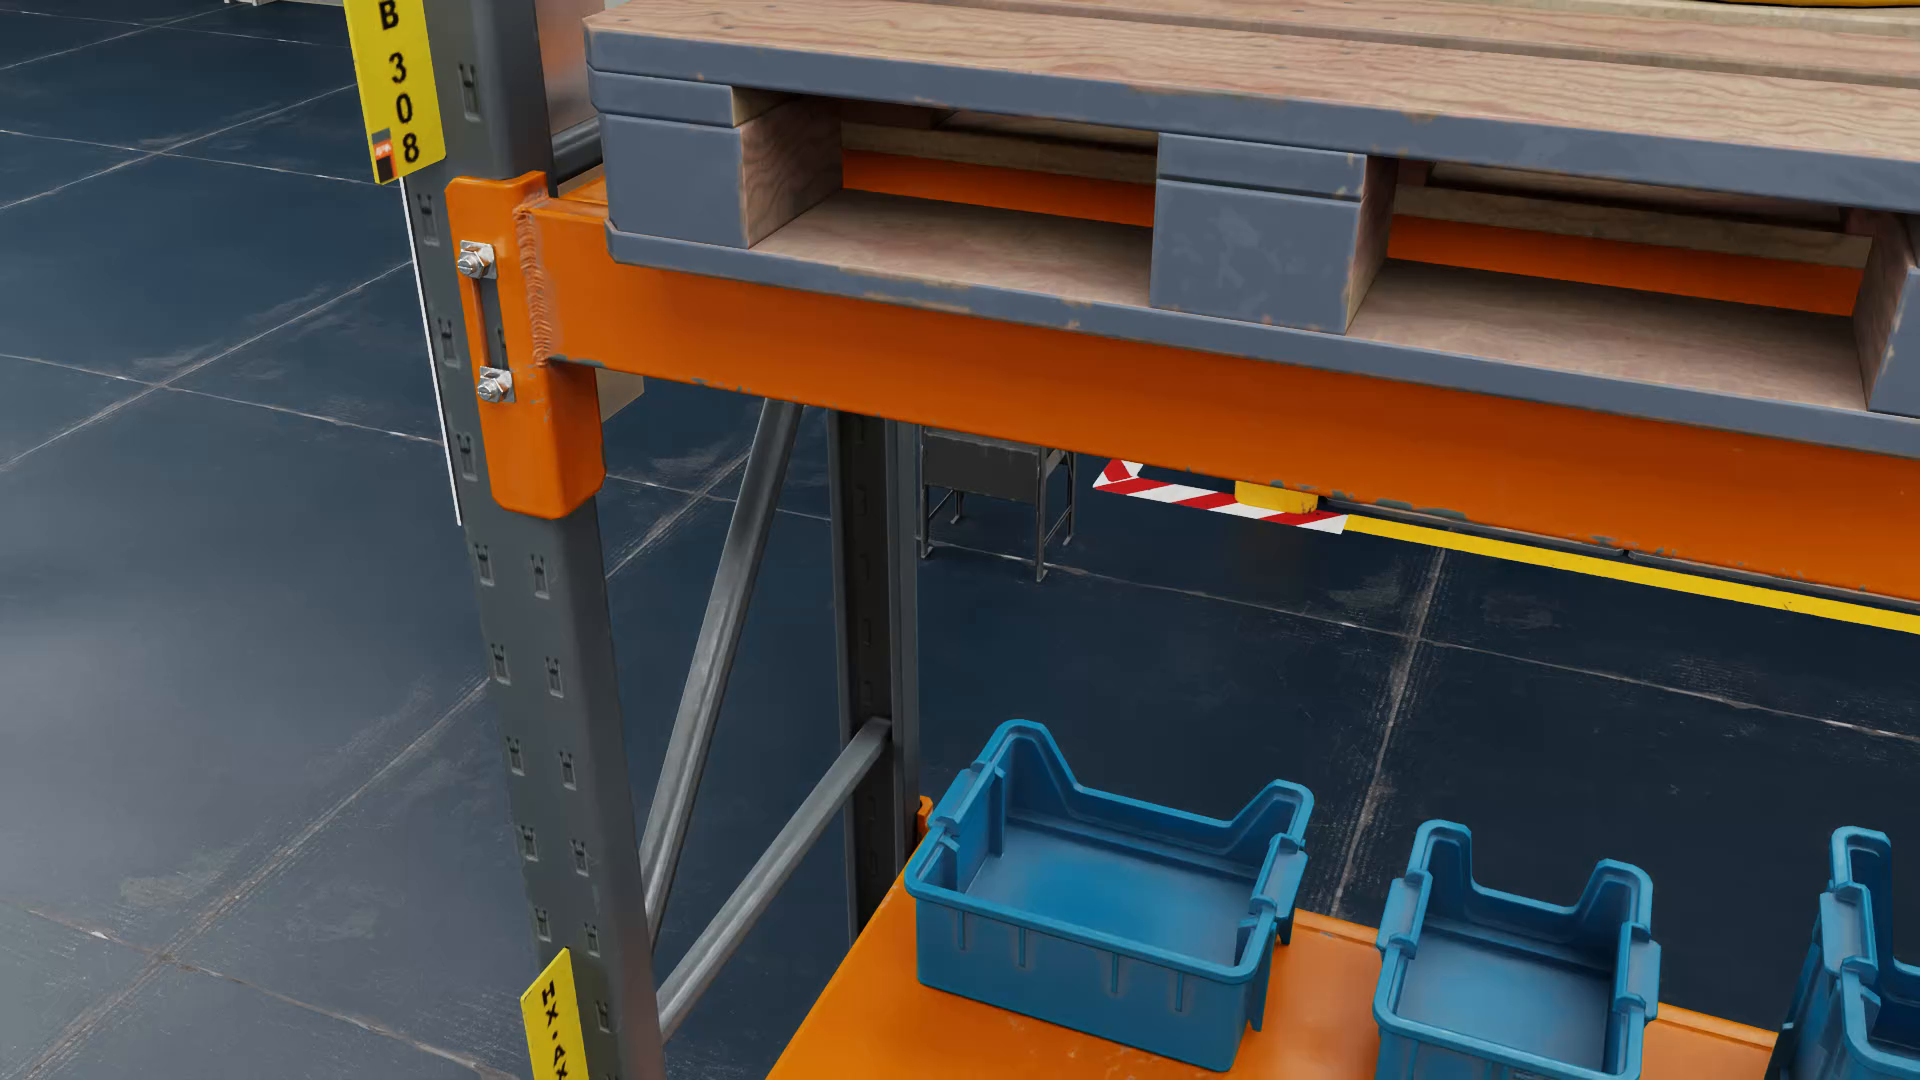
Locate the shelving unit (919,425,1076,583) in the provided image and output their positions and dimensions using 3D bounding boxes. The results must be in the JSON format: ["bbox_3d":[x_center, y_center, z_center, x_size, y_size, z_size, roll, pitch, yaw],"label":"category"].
[{"bbox_3d":[0.153,-0.883,6.179,0.503,2.100,0.431,11,31,19],"label":"shelving unit"}]

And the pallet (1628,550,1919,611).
[{"bbox_3d":[3.399,-0.133,6.770,1.213,0.211,1.003,11,31,19],"label":"pallet"}]

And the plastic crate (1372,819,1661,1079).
[{"bbox_3d":[0.858,0.706,2.604,0.408,0.251,0.499,11,31,19],"label":"plastic crate"}]

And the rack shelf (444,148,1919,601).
[{"bbox_3d":[1.535,-0.060,1.491,4.000,0.370,1.077,11,31,19],"label":"rack shelf"}]

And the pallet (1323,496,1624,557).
[{"bbox_3d":[2.272,-0.359,7.171,1.213,0.211,1.003,11,31,19],"label":"pallet"}]

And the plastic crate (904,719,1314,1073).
[{"bbox_3d":[0.259,0.583,2.821,0.616,0.251,0.499,11,31,19],"label":"plastic crate"}]

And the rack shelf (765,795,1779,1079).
[{"bbox_3d":[1.535,1.245,2.229,4.000,0.370,1.077,11,31,19],"label":"rack shelf"}]

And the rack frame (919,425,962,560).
[{"bbox_3d":[-0.073,-0.929,6.259,0.015,2.100,0.400,11,31,19],"label":"rack frame"}]

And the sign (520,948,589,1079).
[{"bbox_3d":[-0.529,0.692,2.196,0.005,0.325,0.100,11,31,19],"label":"sign"}]

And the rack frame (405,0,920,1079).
[{"bbox_3d":[-0.319,0.564,2.704,0.053,2.616,0.949,11,31,19],"label":"rack frame"}]

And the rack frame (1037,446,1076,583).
[{"bbox_3d":[0.379,-0.838,6.099,0.015,2.100,0.400,11,31,19],"label":"rack frame"}]

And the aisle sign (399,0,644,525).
[{"bbox_3d":[-0.495,-0.449,1.854,0.004,0.787,0.394,11,31,19],"label":"aisle sign"}]

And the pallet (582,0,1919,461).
[{"bbox_3d":[0.412,-0.464,1.666,1.213,0.211,1.003,11,31,19],"label":"pallet"}]

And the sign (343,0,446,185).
[{"bbox_3d":[-0.529,-0.497,1.524,0.005,0.325,0.100,11,31,19],"label":"sign"}]

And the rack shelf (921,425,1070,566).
[{"bbox_3d":[0.153,-0.262,6.530,0.480,0.518,0.431,11,31,19],"label":"rack shelf"}]

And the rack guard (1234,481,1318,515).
[{"bbox_3d":[1.526,-0.612,7.324,0.348,0.500,1.175,11,31,19],"label":"rack guard"}]

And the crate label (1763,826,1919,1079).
[{"bbox_3d":[1.489,0.764,2.314,0.616,0.435,0.502,11,31,19],"label":"crate label"}]
